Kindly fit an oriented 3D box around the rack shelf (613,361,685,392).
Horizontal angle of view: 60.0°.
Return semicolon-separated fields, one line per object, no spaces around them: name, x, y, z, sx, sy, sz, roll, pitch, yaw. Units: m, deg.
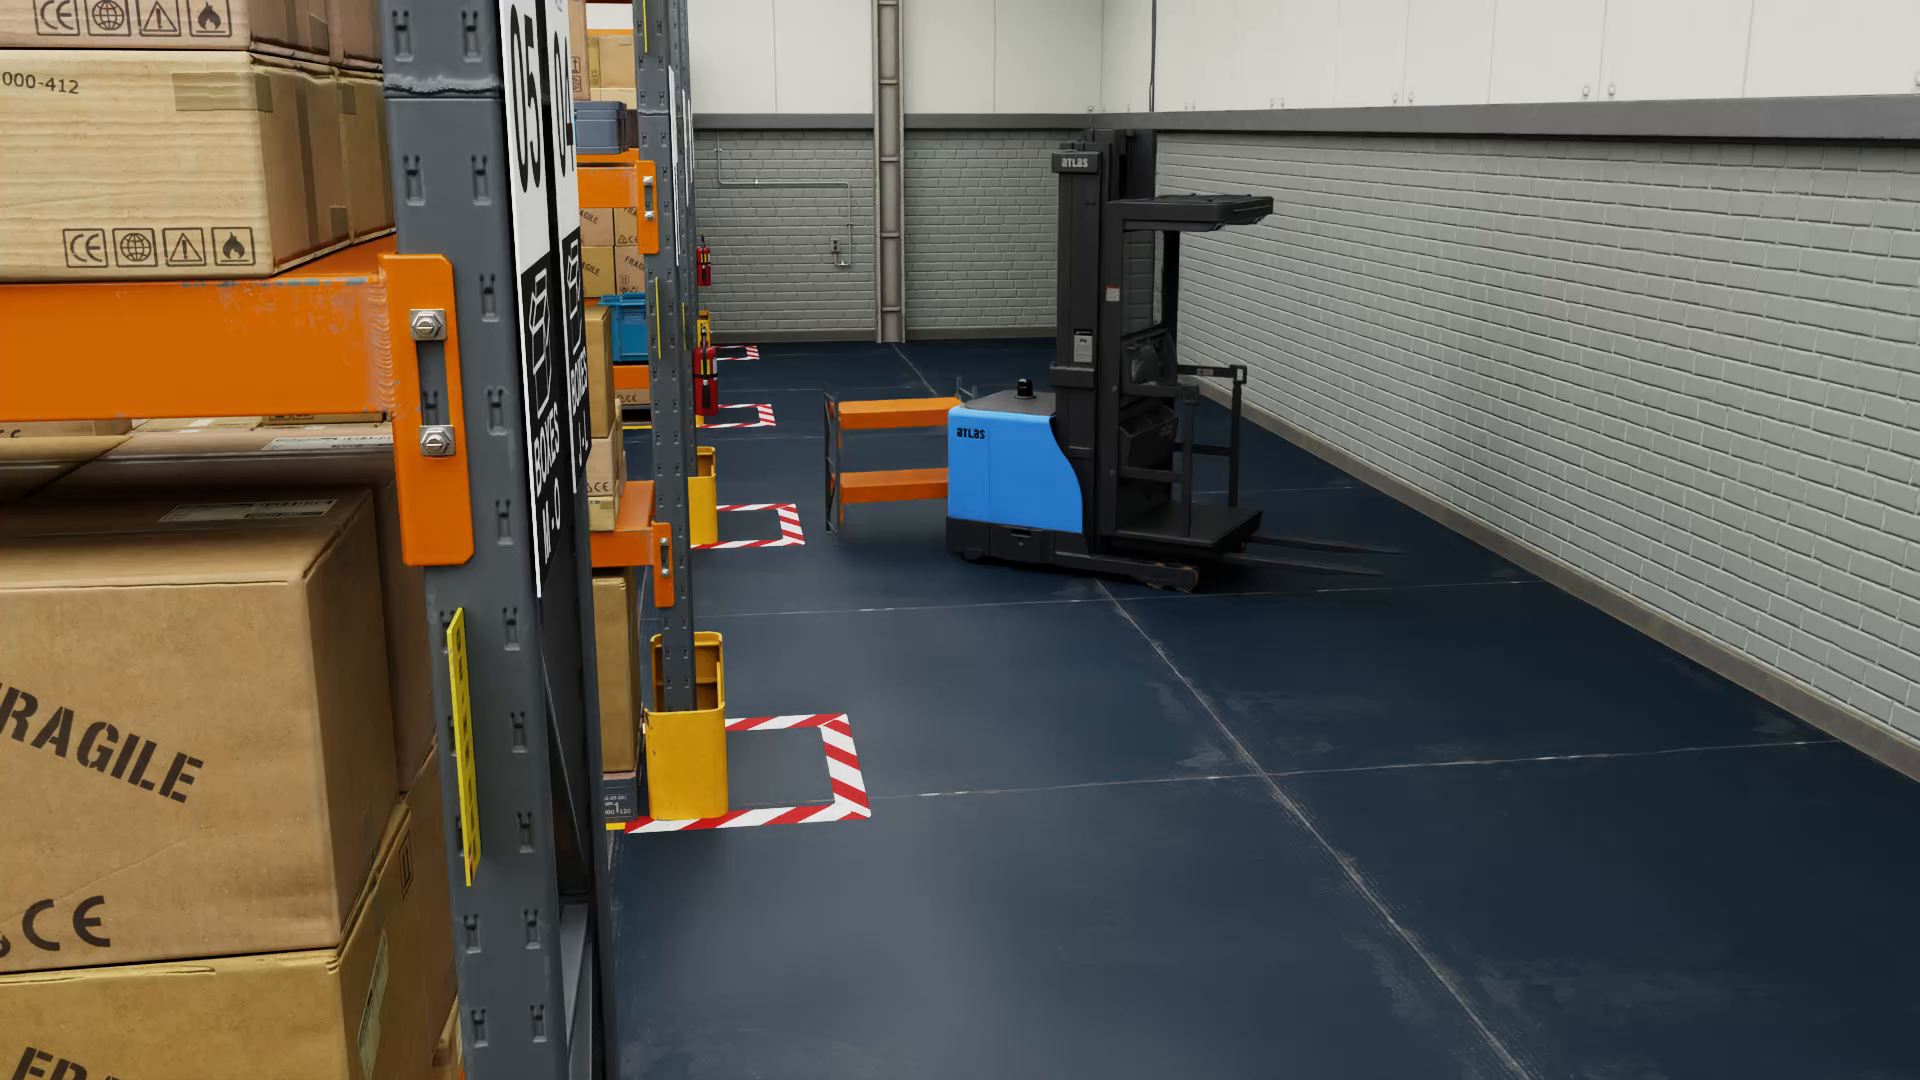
rack shelf;-4.019;-1.134;12.057;4.000;0.370;1.077;-2;14;-8

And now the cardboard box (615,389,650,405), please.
cardboard box;-3.277;-1.669;16.946;0.500;0.500;0.500;-2;14;-8

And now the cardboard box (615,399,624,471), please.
cardboard box;-1.819;-0.483;7.679;0.500;0.250;0.500;-2;14;-10

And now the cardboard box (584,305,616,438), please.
cardboard box;-1.746;-0.719;7.076;0.500;0.500;0.500;-2;14;-8

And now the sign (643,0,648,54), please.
sign;-1.237;-2.079;6.522;0.005;0.325;0.100;-2;14;-8

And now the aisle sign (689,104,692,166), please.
aisle sign;-2.752;-4.081;16.985;0.004;0.787;0.394;-2;14;-8

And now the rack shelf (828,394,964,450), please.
rack shelf;-0.441;-0.869;12.172;1.000;0.278;0.538;-4;15;-14

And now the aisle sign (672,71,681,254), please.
aisle sign;-1.277;-1.700;7.490;0.004;0.787;0.394;-2;14;-8

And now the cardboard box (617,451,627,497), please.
cardboard box;-1.704;-0.309;7.804;0.250;0.149;0.380;-2;14;-8

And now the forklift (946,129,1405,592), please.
forklift;1.451;-1.228;11.092;3.031;2.935;1.130;7;16;26

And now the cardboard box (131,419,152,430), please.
cardboard box;-3.846;-0.408;7.378;0.500;0.250;0.500;-2;14;-7

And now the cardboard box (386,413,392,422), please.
cardboard box;-2.313;-0.829;7.516;0.500;0.500;0.500;-2;14;-10

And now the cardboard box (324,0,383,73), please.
cardboard box;-1.147;-0.838;2.513;0.500;0.250;0.500;-2;14;-7

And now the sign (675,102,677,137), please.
sign;-1.944;-2.828;11.381;0.005;0.325;0.100;-2;14;-8

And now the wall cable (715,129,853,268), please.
wall cable;-2.392;-4.705;22.729;1.851;1.984;0.084;-2;14;-8

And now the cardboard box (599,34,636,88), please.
cardboard box;-3.281;-4.713;16.421;0.500;0.500;0.700;-2;14;-8

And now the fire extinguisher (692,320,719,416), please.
fire extinguisher;-1.825;-1.233;11.899;0.183;0.674;0.296;-2;14;-8

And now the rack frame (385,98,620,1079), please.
rack frame;-0.665;0.832;2.736;0.127;3.000;1.000;-2;14;-8

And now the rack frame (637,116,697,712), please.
rack frame;-1.304;-0.364;7.508;0.127;3.000;1.000;-2;14;-8

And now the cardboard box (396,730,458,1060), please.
cardboard box;-1.150;0.590;2.888;0.500;0.500;0.500;-1;14;-6

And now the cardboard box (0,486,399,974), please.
cardboard box;-1.080;0.231;2.261;0.500;0.500;0.500;-2;14;-9

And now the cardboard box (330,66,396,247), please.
cardboard box;-1.147;-0.595;2.570;0.500;0.250;0.500;-2;14;-6

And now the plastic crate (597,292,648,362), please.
plastic crate;-2.345;-1.545;12.019;0.499;0.435;0.616;-2;14;-8

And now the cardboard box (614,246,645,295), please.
cardboard box;-3.178;-2.714;16.672;0.500;0.500;0.500;-2;14;-7

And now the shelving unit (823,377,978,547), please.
shelving unit;-0.441;-0.585;12.243;1.048;1.125;0.538;-4;15;-14

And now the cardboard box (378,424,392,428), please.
cardboard box;-2.245;-0.336;7.093;0.500;0.250;0.500;-2;14;-9

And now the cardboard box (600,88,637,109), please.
cardboard box;-3.246;-4.292;16.284;0.500;0.250;0.500;-2;14;-8

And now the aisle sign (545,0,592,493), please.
aisle sign;-0.637;-0.503;2.718;0.004;0.787;0.394;-2;14;-8

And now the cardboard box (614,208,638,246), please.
cardboard box;-3.175;-3.198;16.548;0.500;0.500;0.500;-2;14;-9

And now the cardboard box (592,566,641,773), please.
cardboard box;-1.925;0.505;7.546;0.875;0.875;0.875;-2;14;-8

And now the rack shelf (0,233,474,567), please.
rack shelf;-2.642;-0.201;2.170;4.000;0.370;1.077;-2;14;-8

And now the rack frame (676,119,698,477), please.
rack frame;-2.042;-1.556;12.258;0.127;3.000;1.000;-2;14;-8

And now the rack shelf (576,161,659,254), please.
rack shelf;-3.281;-1.398;6.941;4.000;0.370;1.077;-2;14;-8

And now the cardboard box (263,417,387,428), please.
cardboard box;-2.829;-0.446;7.529;0.500;0.250;0.500;-3;14;-10

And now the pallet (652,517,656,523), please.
pallet;-2.863;-0.183;12.516;1.213;0.211;1.003;-2;14;-8

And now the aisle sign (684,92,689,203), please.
aisle sign;-2.015;-2.891;12.237;0.004;0.787;0.394;-2;14;-8

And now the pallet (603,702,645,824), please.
pallet;-2.083;1.036;7.656;1.213;0.211;1.003;-2;14;-8

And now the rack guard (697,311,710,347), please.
rack guard;-3.494;-2.727;22.068;0.348;0.500;1.175;-2;14;-8

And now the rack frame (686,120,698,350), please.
rack frame;-2.776;-2.747;17.010;0.127;3.000;1.000;-2;14;-8

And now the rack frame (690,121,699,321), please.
rack frame;-3.518;-3.939;21.761;0.127;3.000;1.000;-2;14;-8

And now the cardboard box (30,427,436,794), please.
cardboard box;-1.148;0.107;2.756;0.500;0.500;0.500;-2;14;-9

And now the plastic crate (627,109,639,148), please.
plastic crate;-2.464;-3.000;12.121;0.590;0.269;0.497;-2;14;-8

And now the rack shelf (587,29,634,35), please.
rack shelf;-5.495;-6.233;20.878;4.000;0.370;1.077;-2;14;-8

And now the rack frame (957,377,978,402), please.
rack frame;0.052;-0.616;12.366;0.032;1.125;0.500;-4;15;-14

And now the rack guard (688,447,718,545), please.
rack guard;-2.020;-0.347;12.578;0.348;0.500;1.175;-2;14;-8

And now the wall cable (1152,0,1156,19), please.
wall cable;2.532;-7.260;18.674;0.112;2.526;3.097;-2;14;-8

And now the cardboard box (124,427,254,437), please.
cardboard box;-3.263;-0.298;6.940;0.500;0.250;0.500;-2;14;-8

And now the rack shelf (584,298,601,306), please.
rack shelf;-4.754;-2.326;16.808;4.000;0.370;1.077;-2;14;-8
